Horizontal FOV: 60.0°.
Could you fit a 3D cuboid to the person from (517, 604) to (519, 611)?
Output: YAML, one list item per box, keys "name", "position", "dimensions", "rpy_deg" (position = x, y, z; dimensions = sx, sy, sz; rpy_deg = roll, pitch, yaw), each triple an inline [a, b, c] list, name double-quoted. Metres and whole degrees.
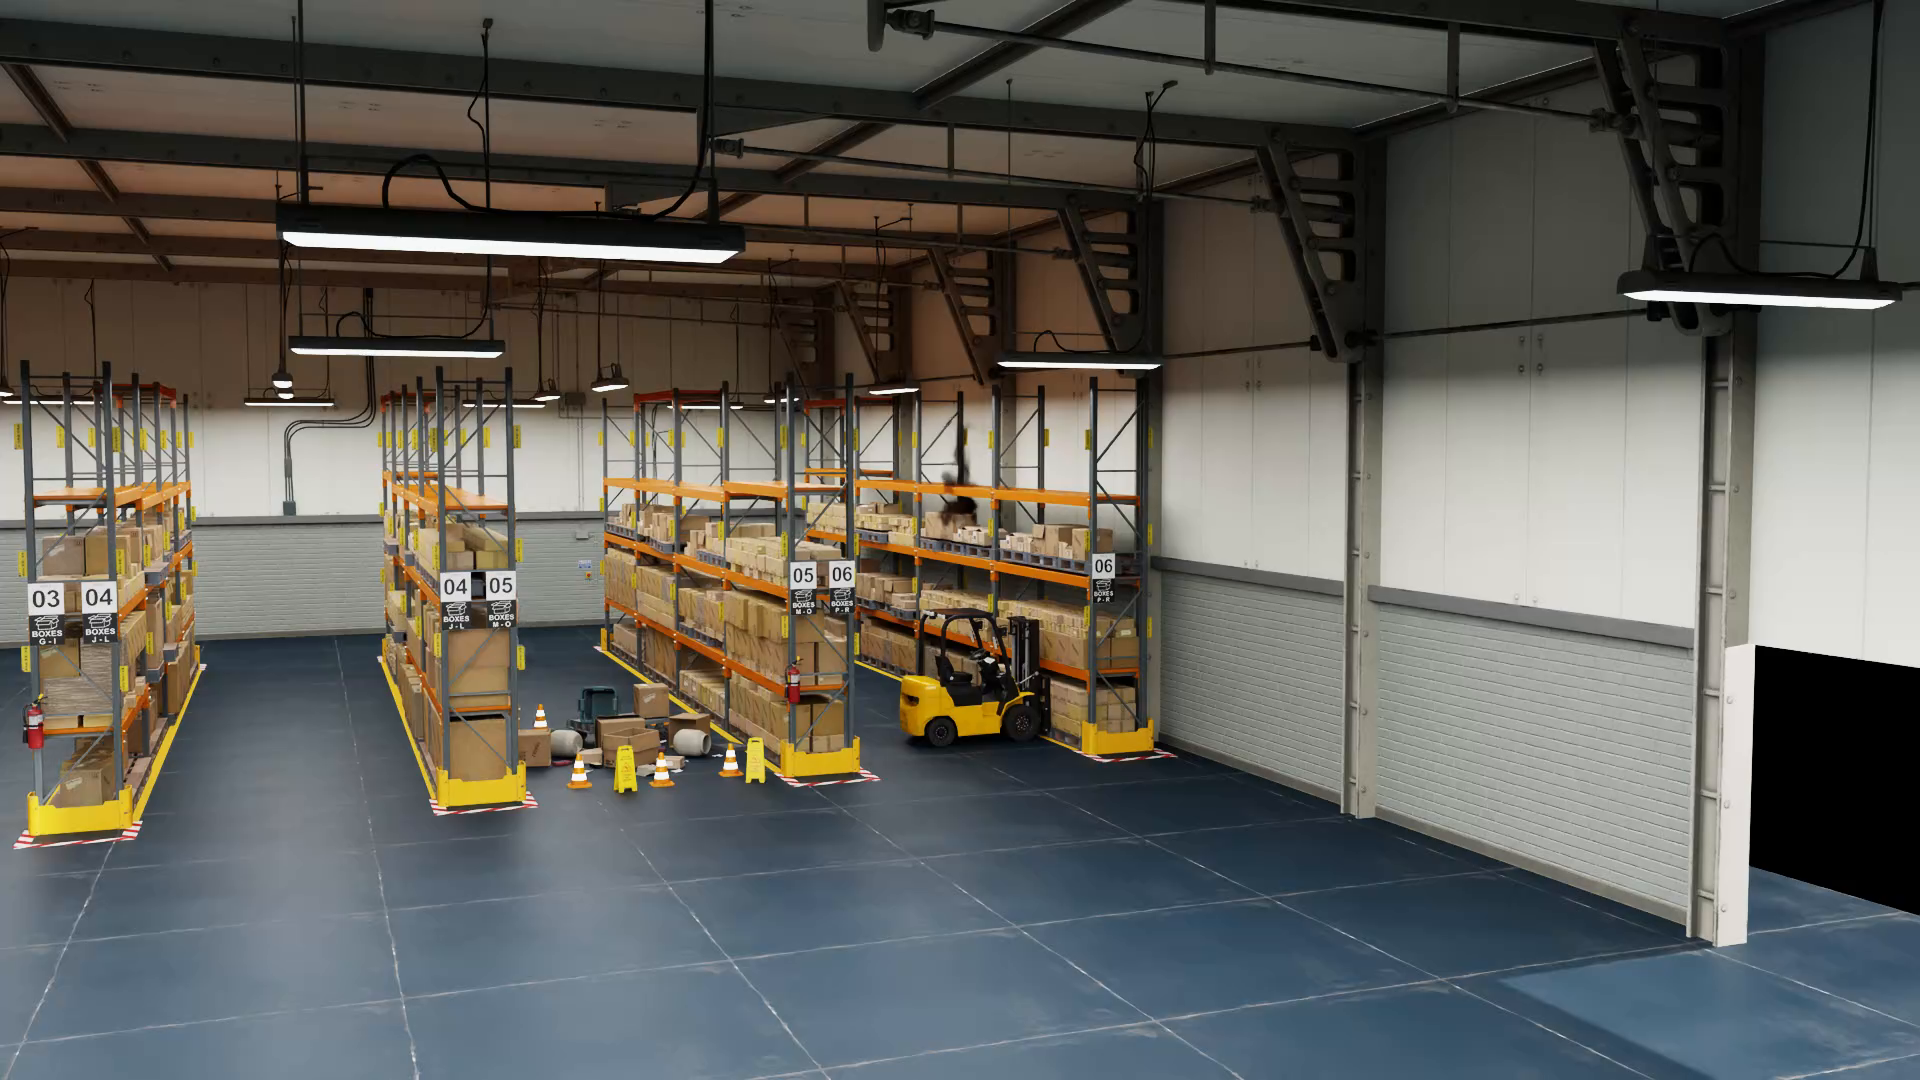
- name: "person"
  position: [-10.501, 1.882, 38.403]
  dimensions: [0.653, 1.596, 0.533]
  rpy_deg: [3, 4, 37]
